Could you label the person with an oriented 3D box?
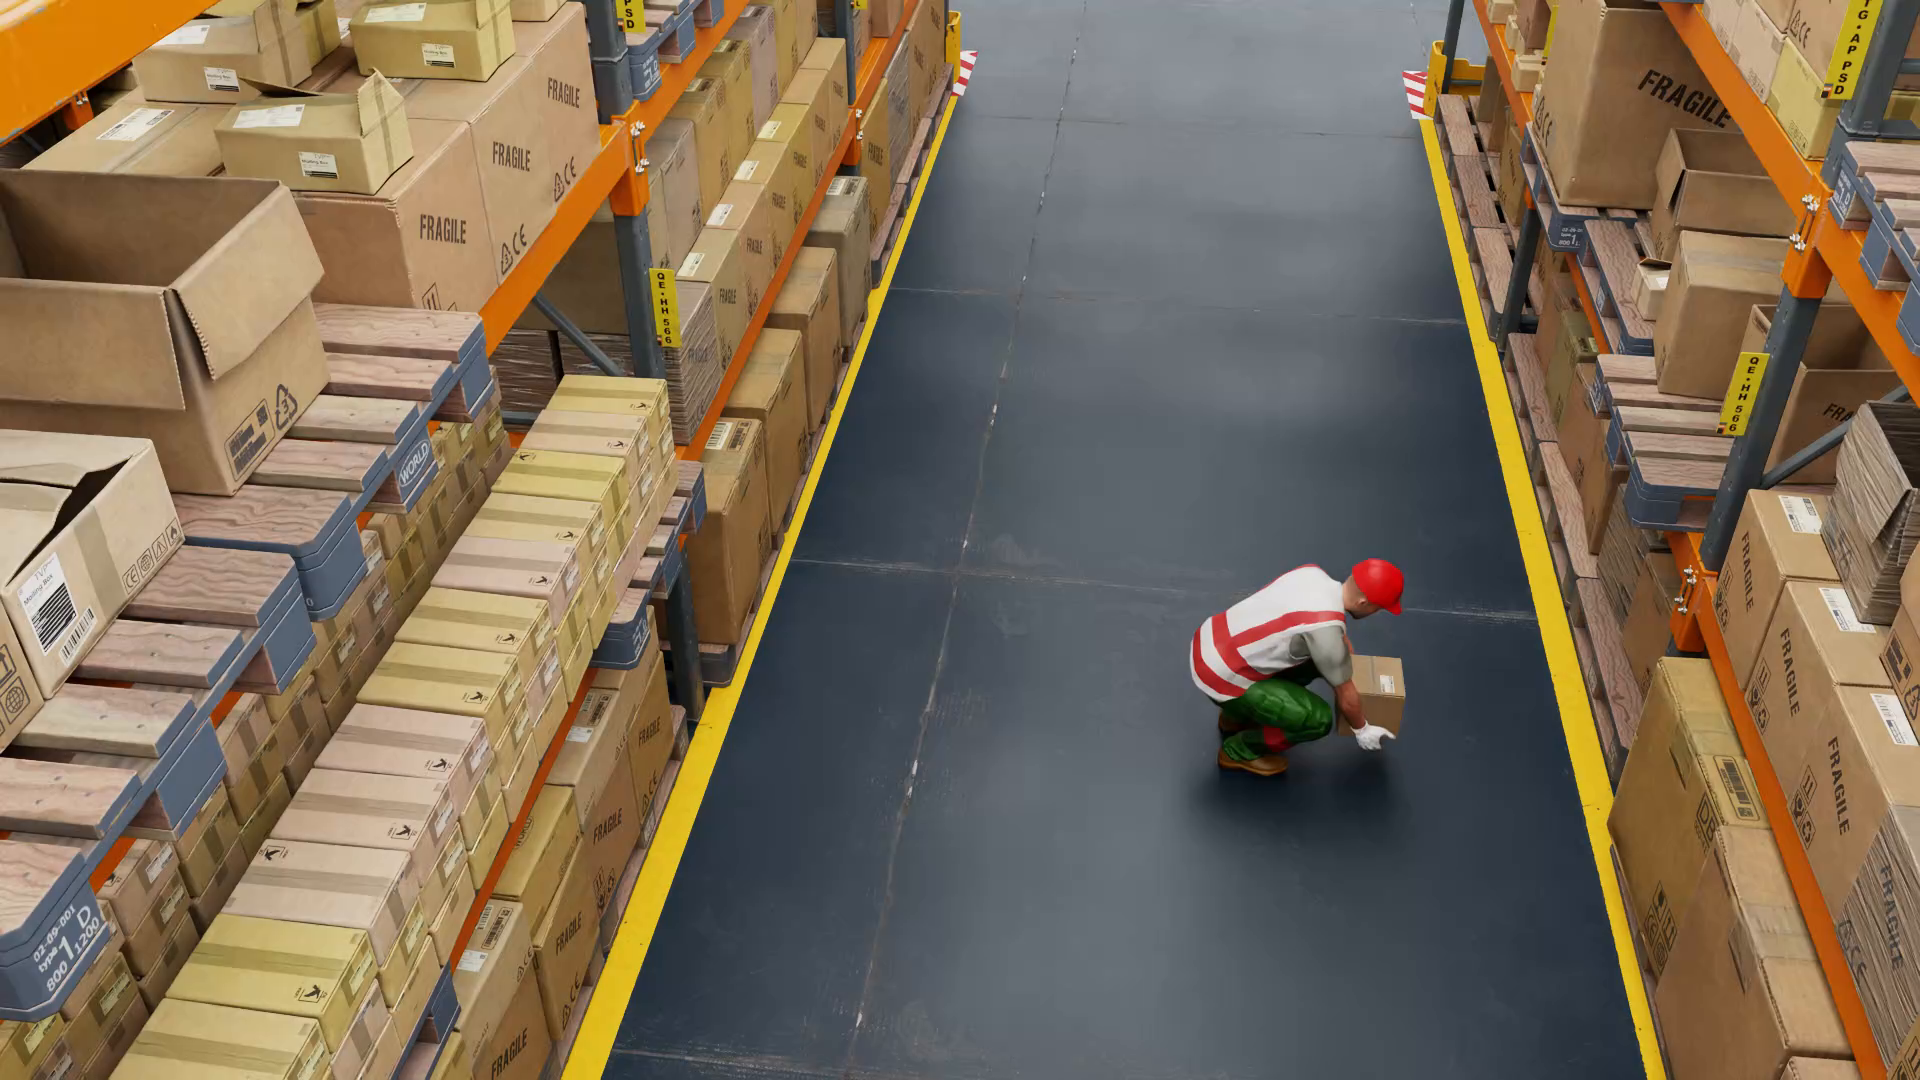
[{"bbox_3d":[1.415,0.502,7.007,0.887,1.000,0.547,4,36,5],"label":"person"}]
